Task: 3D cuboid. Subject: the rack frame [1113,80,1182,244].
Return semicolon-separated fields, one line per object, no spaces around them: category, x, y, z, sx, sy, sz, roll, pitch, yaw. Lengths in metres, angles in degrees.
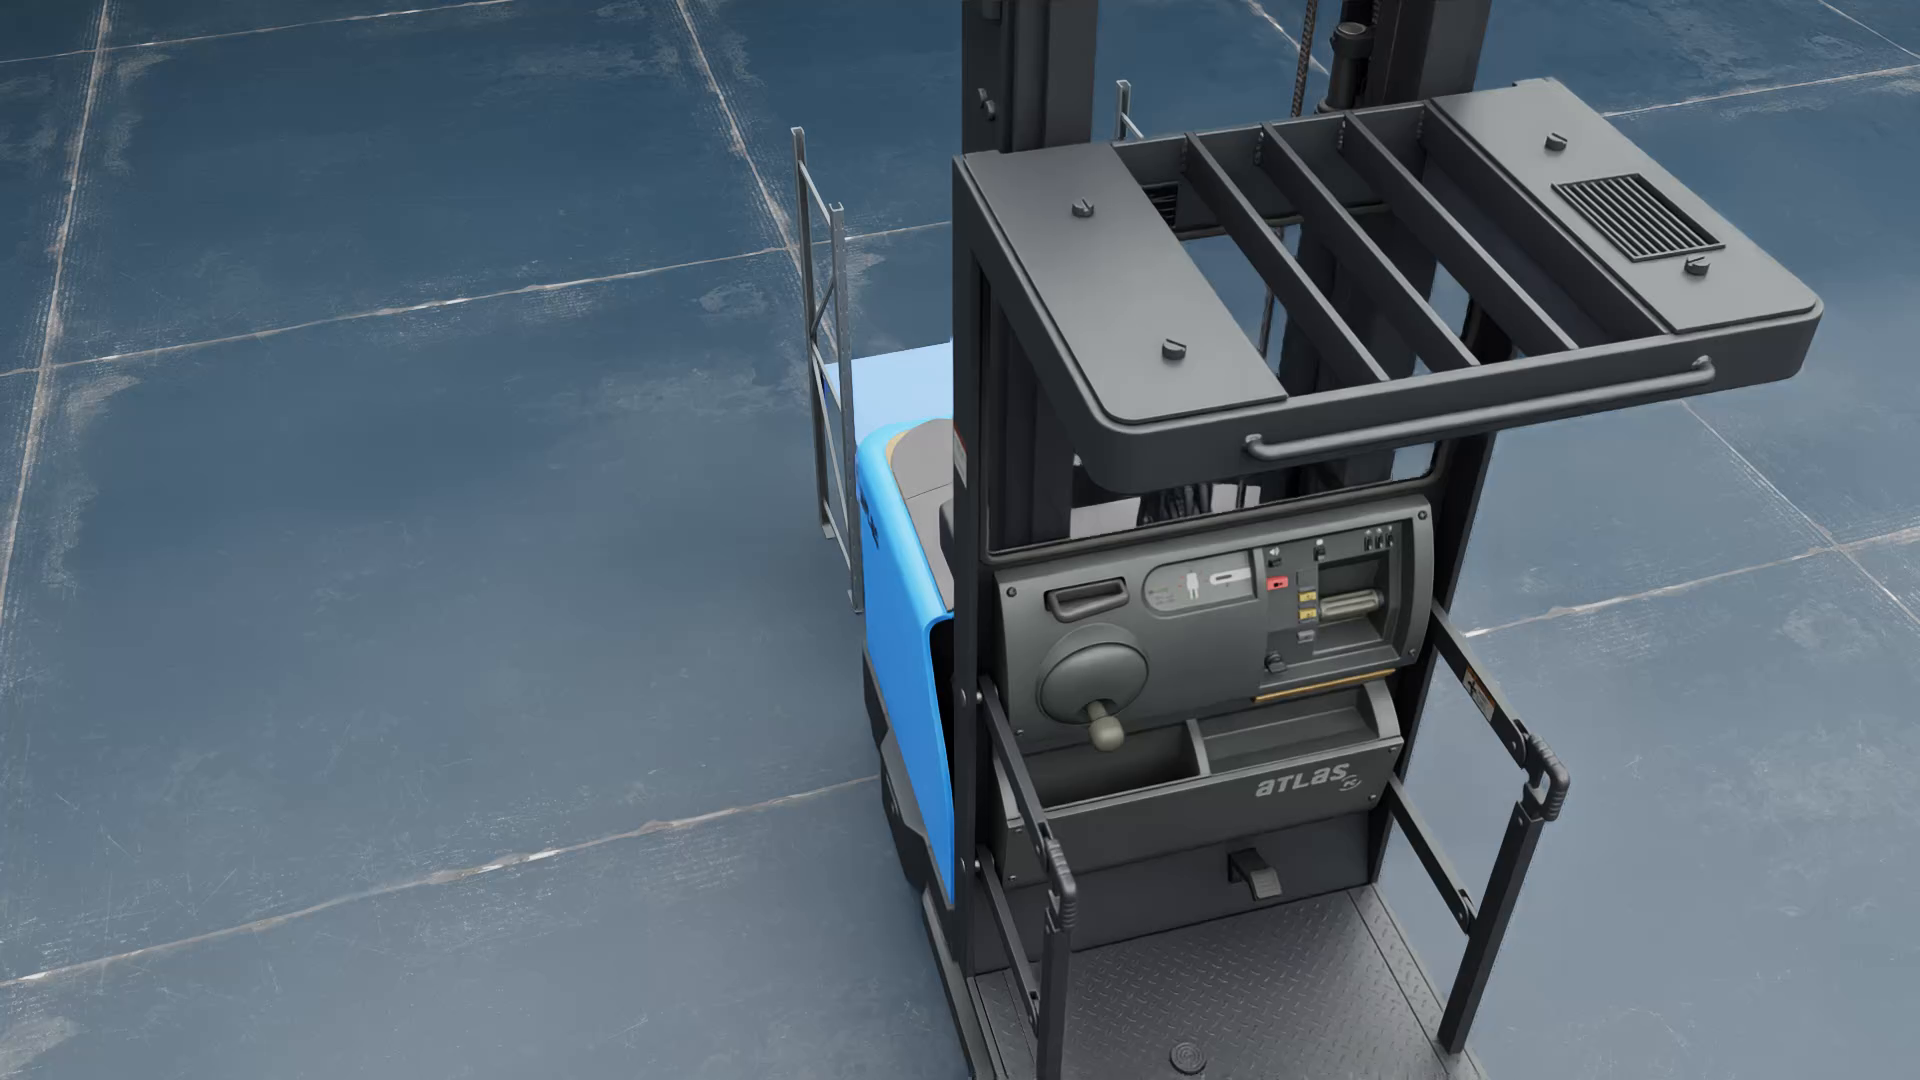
rack frame;0.566;-0.682;5.391;0.032;1.500;0.500;-12;42;-13

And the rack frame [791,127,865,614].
rack frame;-0.404;-0.481;5.161;0.032;1.500;0.500;-12;42;-13

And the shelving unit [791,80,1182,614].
shelving unit;0.081;-0.582;5.276;1.048;1.500;0.538;-12;42;-13

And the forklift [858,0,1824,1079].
forklift;0.590;0.255;3.231;1.130;2.935;3.031;-10;42;-11

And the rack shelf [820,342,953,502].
rack shelf;0.081;-0.446;5.394;1.000;0.185;0.538;-12;42;-13
